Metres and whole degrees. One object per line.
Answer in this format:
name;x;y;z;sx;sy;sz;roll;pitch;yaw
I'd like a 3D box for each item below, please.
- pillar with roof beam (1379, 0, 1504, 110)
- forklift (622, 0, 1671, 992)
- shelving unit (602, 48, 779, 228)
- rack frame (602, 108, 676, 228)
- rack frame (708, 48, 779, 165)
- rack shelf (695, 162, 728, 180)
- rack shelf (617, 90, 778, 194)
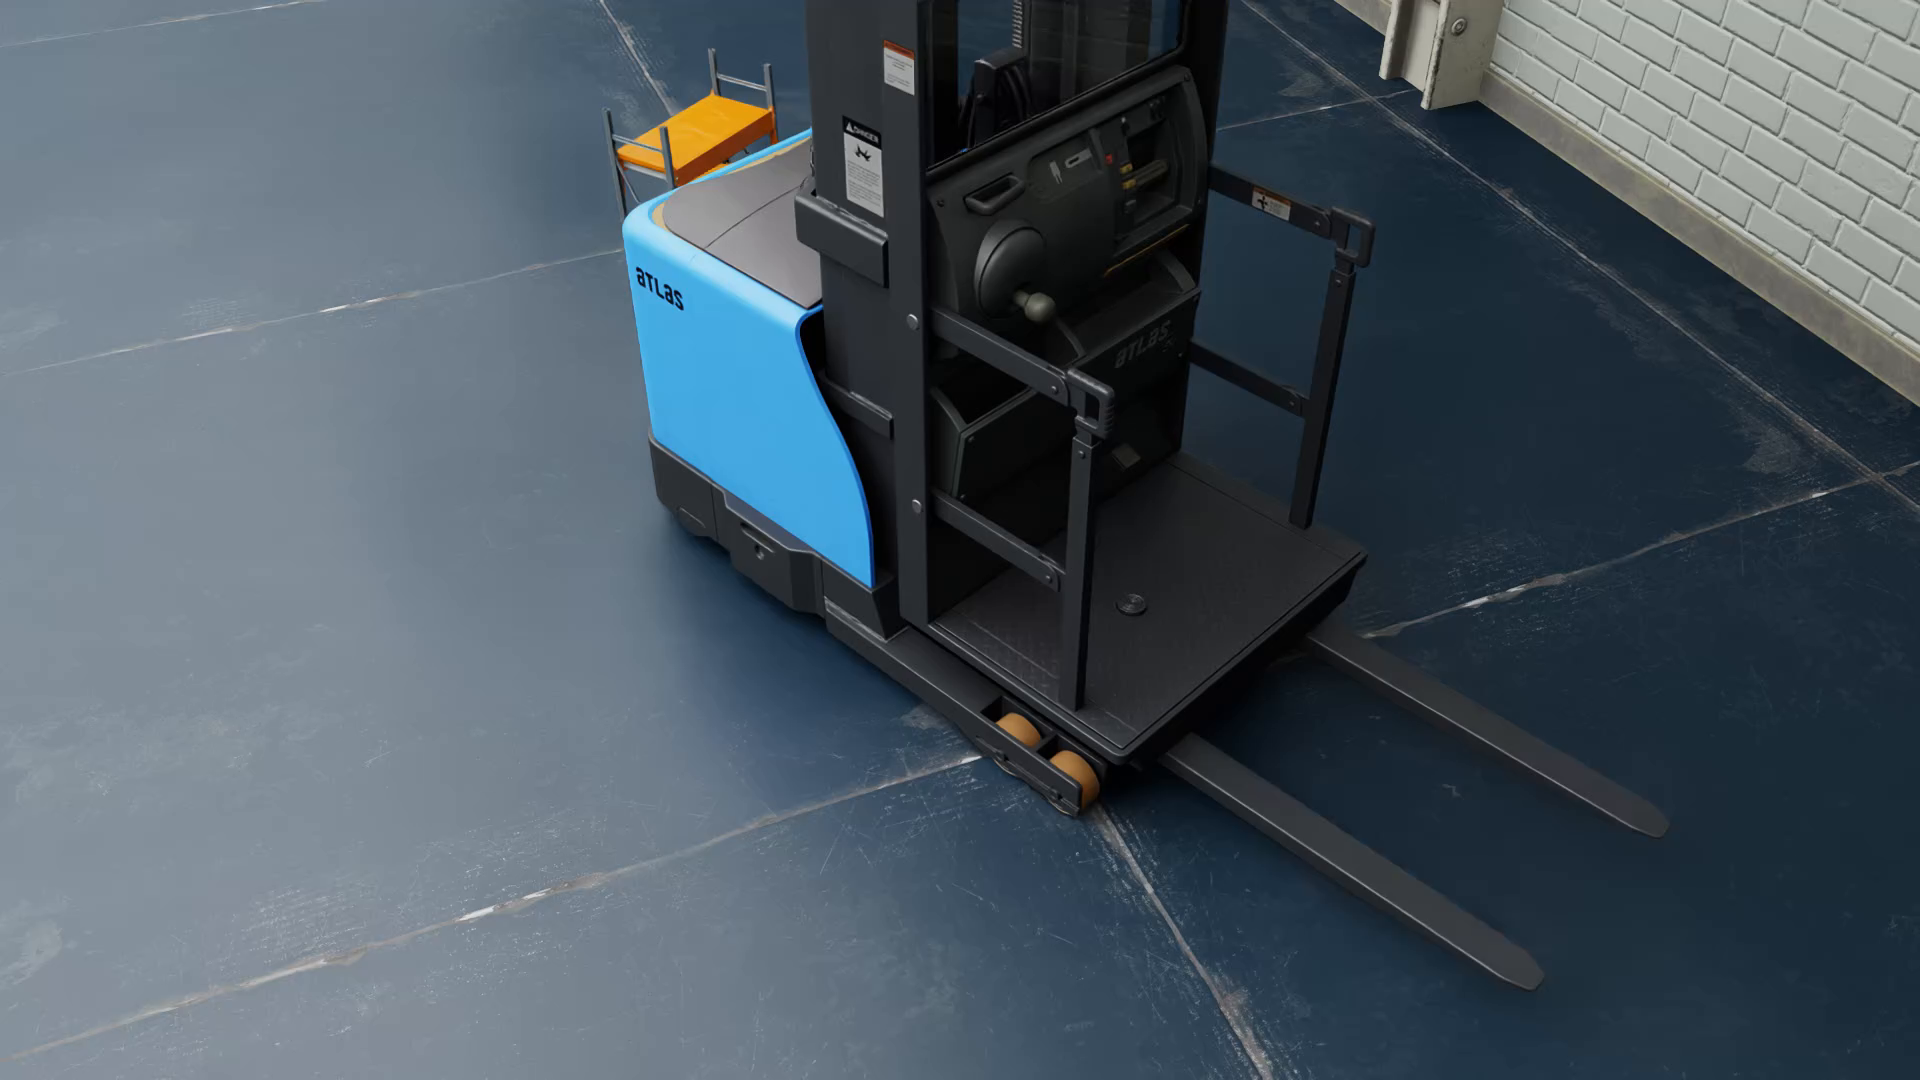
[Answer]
pillar with roof beam;-1.803;-4.434;3.505;9.100;9.000;0.400;-15;43;-17
forklift;0.435;-0.773;3.901;3.031;2.935;1.130;32;50;32
shelving unit;-0.800;-0.899;5.369;0.258;1.200;0.503;21;45;25
rack frame;-0.932;-0.765;5.214;0.240;1.200;0.015;21;45;25
rack frame;-0.669;-1.033;5.525;0.240;1.200;0.015;21;45;25
rack shelf;-0.804;-1.019;5.269;0.258;0.148;0.480;21;45;25
rack shelf;-0.810;-1.201;5.118;0.258;0.148;0.480;21;45;25
